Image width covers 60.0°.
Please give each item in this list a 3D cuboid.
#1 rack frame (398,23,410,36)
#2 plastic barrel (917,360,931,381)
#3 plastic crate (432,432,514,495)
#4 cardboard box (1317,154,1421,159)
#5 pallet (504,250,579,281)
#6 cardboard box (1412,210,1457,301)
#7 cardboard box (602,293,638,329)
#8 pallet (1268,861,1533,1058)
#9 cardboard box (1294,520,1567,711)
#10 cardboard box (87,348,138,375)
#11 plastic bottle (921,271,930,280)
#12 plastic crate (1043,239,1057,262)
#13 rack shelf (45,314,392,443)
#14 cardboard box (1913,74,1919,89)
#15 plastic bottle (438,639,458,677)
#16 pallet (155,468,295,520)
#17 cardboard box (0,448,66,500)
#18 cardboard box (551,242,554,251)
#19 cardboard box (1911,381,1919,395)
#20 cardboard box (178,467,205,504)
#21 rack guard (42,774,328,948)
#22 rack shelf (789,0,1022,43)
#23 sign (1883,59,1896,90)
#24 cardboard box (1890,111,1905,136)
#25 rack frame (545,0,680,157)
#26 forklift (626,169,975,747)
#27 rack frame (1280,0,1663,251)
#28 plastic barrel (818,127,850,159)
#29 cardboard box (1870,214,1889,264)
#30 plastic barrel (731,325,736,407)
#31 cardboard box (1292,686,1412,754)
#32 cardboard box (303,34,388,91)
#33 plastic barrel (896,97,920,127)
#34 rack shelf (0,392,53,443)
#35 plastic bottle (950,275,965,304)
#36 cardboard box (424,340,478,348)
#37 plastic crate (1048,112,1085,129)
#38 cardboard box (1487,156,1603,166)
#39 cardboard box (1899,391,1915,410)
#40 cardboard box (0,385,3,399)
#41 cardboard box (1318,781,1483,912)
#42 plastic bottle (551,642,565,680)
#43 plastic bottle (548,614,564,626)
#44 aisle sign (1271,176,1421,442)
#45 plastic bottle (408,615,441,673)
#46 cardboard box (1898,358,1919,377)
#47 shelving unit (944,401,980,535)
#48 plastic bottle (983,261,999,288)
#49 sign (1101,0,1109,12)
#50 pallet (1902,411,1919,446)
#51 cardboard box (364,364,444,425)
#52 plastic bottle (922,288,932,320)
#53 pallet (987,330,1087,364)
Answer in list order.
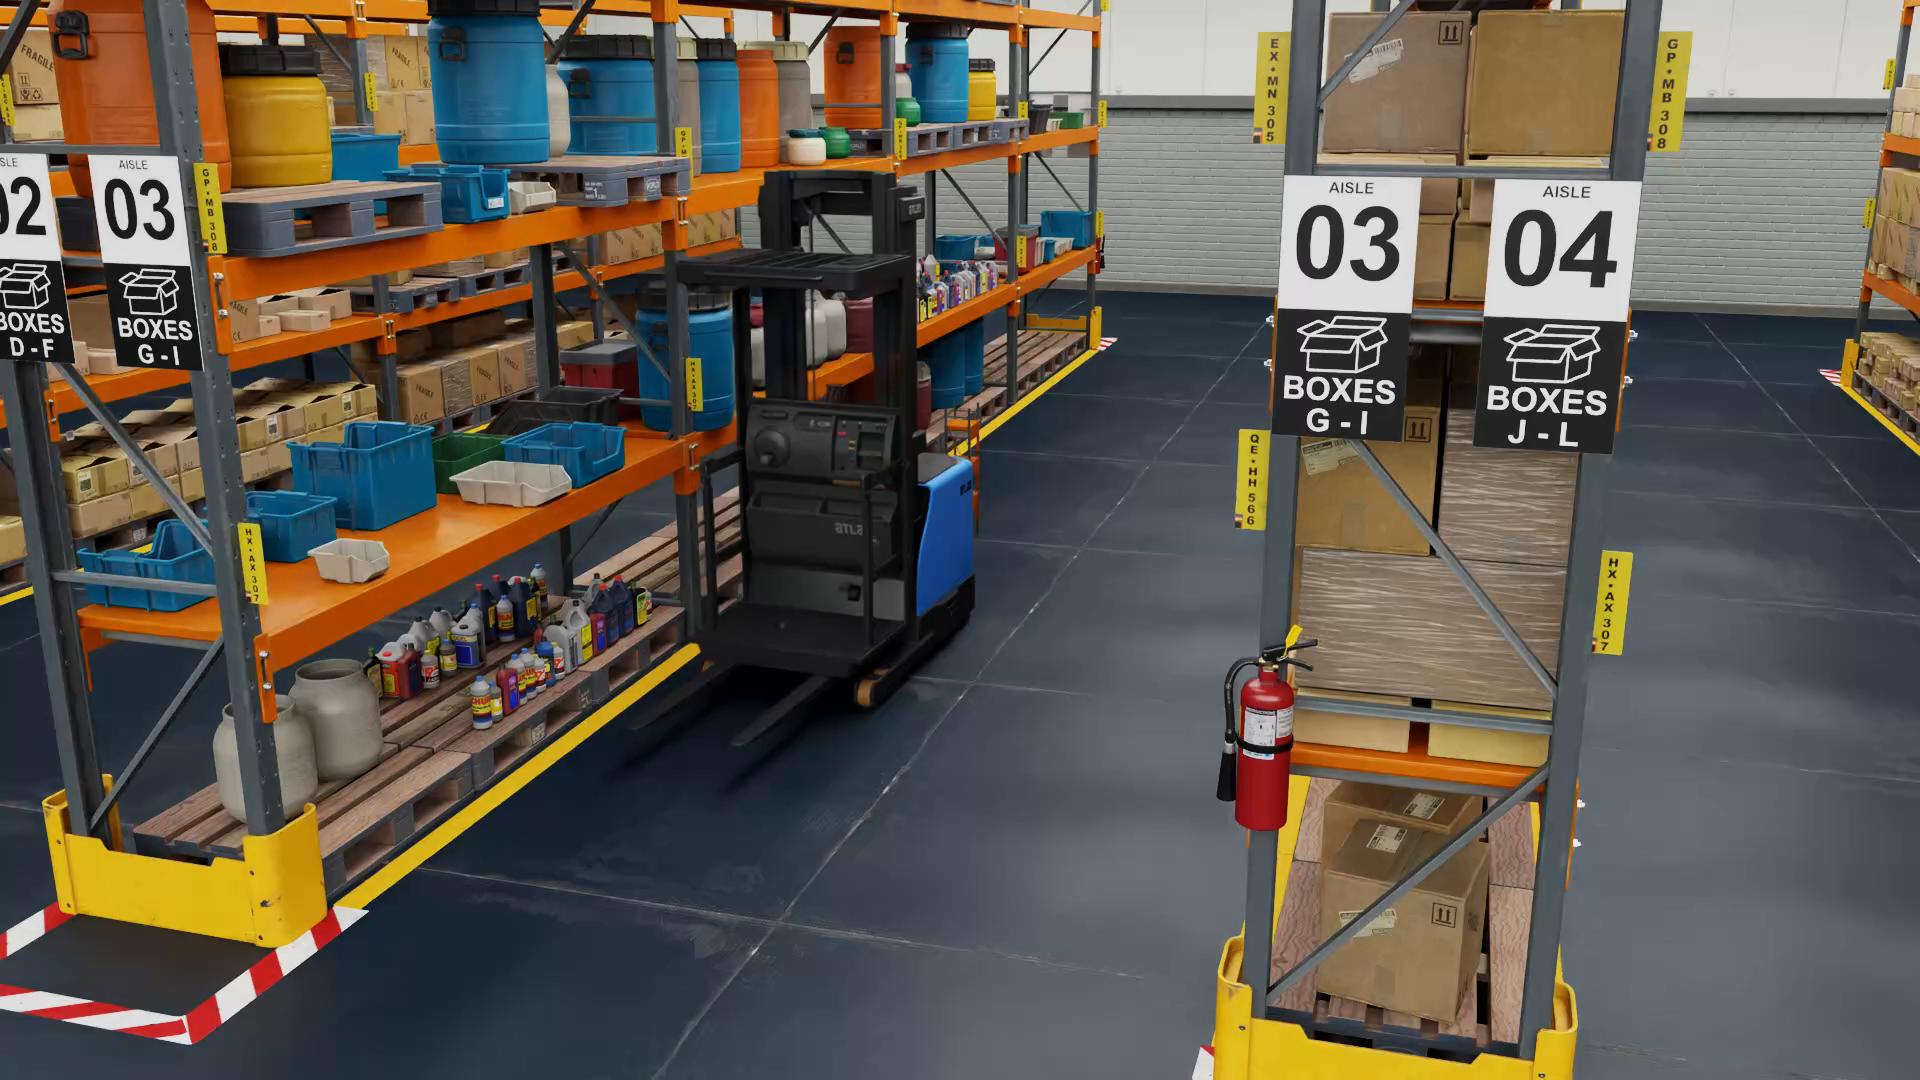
[{"bbox_3d":[-8.240,-7.658,23.338,1.000,3.000,0.127,5,16,16],"label":"rack frame"},{"bbox_3d":[-0.496,-1.495,16.394,0.421,0.512,0.421,0,16,0],"label":"plastic barrel"},{"bbox_3d":[-2.808,-0.429,9.234,0.450,0.188,0.662,5,16,16],"label":"plastic crate"},{"bbox_3d":[1.448,-1.300,5.963,0.380,0.149,0.250,5,17,16],"label":"cardboard box"},{"bbox_3d":[-4.958,-3.049,18.435,1.003,0.211,1.213,5,16,16],"label":"pallet"},{"bbox_3d":[1.354,-0.951,5.461,0.500,0.250,0.500,5,17,17],"label":"cardboard box"},{"bbox_3d":[-4.097,-2.845,21.131,0.797,0.503,0.637,5,16,16],"label":"cardboard box"},{"bbox_3d":[1.747,1.678,6.526,1.003,0.211,1.213,5,16,16],"label":"pallet"},{"bbox_3d":[1.643,0.233,5.782,0.875,0.500,0.500,5,16,16],"label":"cardboard box"},{"bbox_3d":[-6.451,-1.345,12.533,0.380,0.149,0.250,5,16,16],"label":"cardboard box"},{"bbox_3d":[-0.354,-2.670,17.109,0.097,0.201,0.097,0,16,0],"label":"plastic bottle"},{"bbox_3d":[0.921,-3.395,19.499,0.416,0.233,0.300,5,16,16],"label":"plastic crate"},{"bbox_3d":[-6.331,-1.427,13.680,1.077,0.370,4.000,5,16,16],"label":"rack shelf"},{"bbox_3d":[10.118,-4.751,17.212,0.380,0.149,0.250,5,17,17],"label":"cardboard box"},{"bbox_3d":[-2.878,0.656,9.340,0.097,0.201,0.097,0,16,0],"label":"plastic bottle"},{"bbox_3d":[-6.382,-0.424,13.937,1.003,0.211,1.213,5,16,16],"label":"pallet"},{"bbox_3d":[-7.059,-0.527,12.431,0.500,0.311,0.500,5,16,16],"label":"cardboard box"},{"bbox_3d":[-4.975,-3.486,18.670,0.700,0.500,0.500,-1,16,-3],"label":"cardboard box"},{"bbox_3d":[9.726,-1.512,16.574,0.380,0.149,0.250,5,17,17],"label":"cardboard box"},{"bbox_3d":[-6.256,-0.484,13.309,0.500,0.250,0.500,4,16,14],"label":"cardboard box"},{"bbox_3d":[-3.311,1.361,7.114,1.175,0.500,0.348,5,16,16],"label":"rack guard"},{"bbox_3d":[-0.446,-4.782,15.248,1.077,0.370,4.000,5,16,16],"label":"rack shelf"},{"bbox_3d":[10.214,-5.114,18.265,0.100,0.325,0.005,5,16,16],"label":"sign"},{"bbox_3d":[10.362,-4.482,17.912,0.500,0.250,0.500,5,17,18],"label":"cardboard box"},{"bbox_3d":[-2.151,-3.750,9.561,1.000,3.000,0.127,5,16,16],"label":"rack frame"},{"bbox_3d":[-0.888,-0.580,9.504,1.130,2.935,3.031,6,17,19],"label":"forklift"},{"bbox_3d":[1.461,-2.320,4.517,1.000,3.000,0.127,5,16,16],"label":"rack frame"},{"bbox_3d":[-1.036,-3.211,13.439,0.294,0.245,0.294,0,16,0],"label":"plastic barrel"},{"bbox_3d":[10.342,-3.304,18.252,0.500,0.500,0.500,5,17,19],"label":"cardboard box"},{"bbox_3d":[-1.669,-1.163,11.184,0.433,0.535,0.433,0,16,0],"label":"plastic barrel"},{"bbox_3d":[1.344,0.597,5.690,0.380,0.149,0.250,5,16,16],"label":"cardboard box"},{"bbox_3d":[-5.632,-4.382,15.268,0.500,0.500,0.500,5,16,16],"label":"cardboard box"},{"bbox_3d":[-0.493,-3.741,14.538,0.294,0.245,0.294,0,16,0],"label":"plastic barrel"},{"bbox_3d":[-7.468,-0.380,9.991,1.077,0.370,4.000,5,16,16],"label":"rack shelf"},{"bbox_3d":[-0.031,-2.446,16.184,0.152,0.276,0.135,5,16,16],"label":"plastic bottle"},{"bbox_3d":[-5.431,-1.841,17.598,0.500,0.500,0.500,4,16,14],"label":"cardboard box"},{"bbox_3d":[1.253,-5.065,20.080,0.450,0.188,0.336,5,16,16],"label":"plastic crate"},{"bbox_3d":[2.027,-1.252,5.795,0.380,0.149,0.250,5,17,18],"label":"cardboard box"},{"bbox_3d":[9.677,-1.392,16.697,0.380,0.149,0.250,5,16,16],"label":"cardboard box"},{"bbox_3d":[-7.019,-1.181,11.313,0.700,0.500,0.500,4,16,14],"label":"cardboard box"},{"bbox_3d":[1.791,1.246,6.752,0.500,0.500,0.500,10,18,30],"label":"cardboard box"},{"bbox_3d":[-2.261,0.671,9.288,0.097,0.201,0.097,0,16,0],"label":"plastic bottle"},{"bbox_3d":[-2.310,0.555,9.547,0.061,0.283,0.133,5,16,16],"label":"plastic bottle"},{"bbox_3d":[1.156,-0.691,5.006,0.394,0.787,0.004,5,16,16],"label":"aisle sign"},{"bbox_3d":[-3.006,0.587,9.312,0.144,0.351,0.185,5,17,18],"label":"plastic bottle"},{"bbox_3d":[9.750,-1.739,16.828,0.380,0.149,0.250,4,16,14],"label":"cardboard box"},{"bbox_3d":[0.015,-0.519,12.735,0.215,1.050,0.252,5,16,16],"label":"shelving unit"},{"bbox_3d":[0.320,-2.769,17.324,0.152,0.276,0.135,5,16,16],"label":"plastic bottle"},{"bbox_3d":[1.791,-6.696,20.538,0.100,0.325,0.005,5,16,16],"label":"sign"},{"bbox_3d":[9.755,-0.999,15.965,1.003,0.211,1.213,5,16,16],"label":"pallet"},{"bbox_3d":[-5.359,-1.402,16.050,0.500,0.500,0.500,5,17,18],"label":"cardboard box"},{"bbox_3d":[-0.303,-2.156,15.147,0.061,0.283,0.133,5,16,16],"label":"plastic bottle"},{"bbox_3d":[0.987,-2.450,21.079,1.003,0.211,1.213,5,16,16],"label":"pallet"}]
